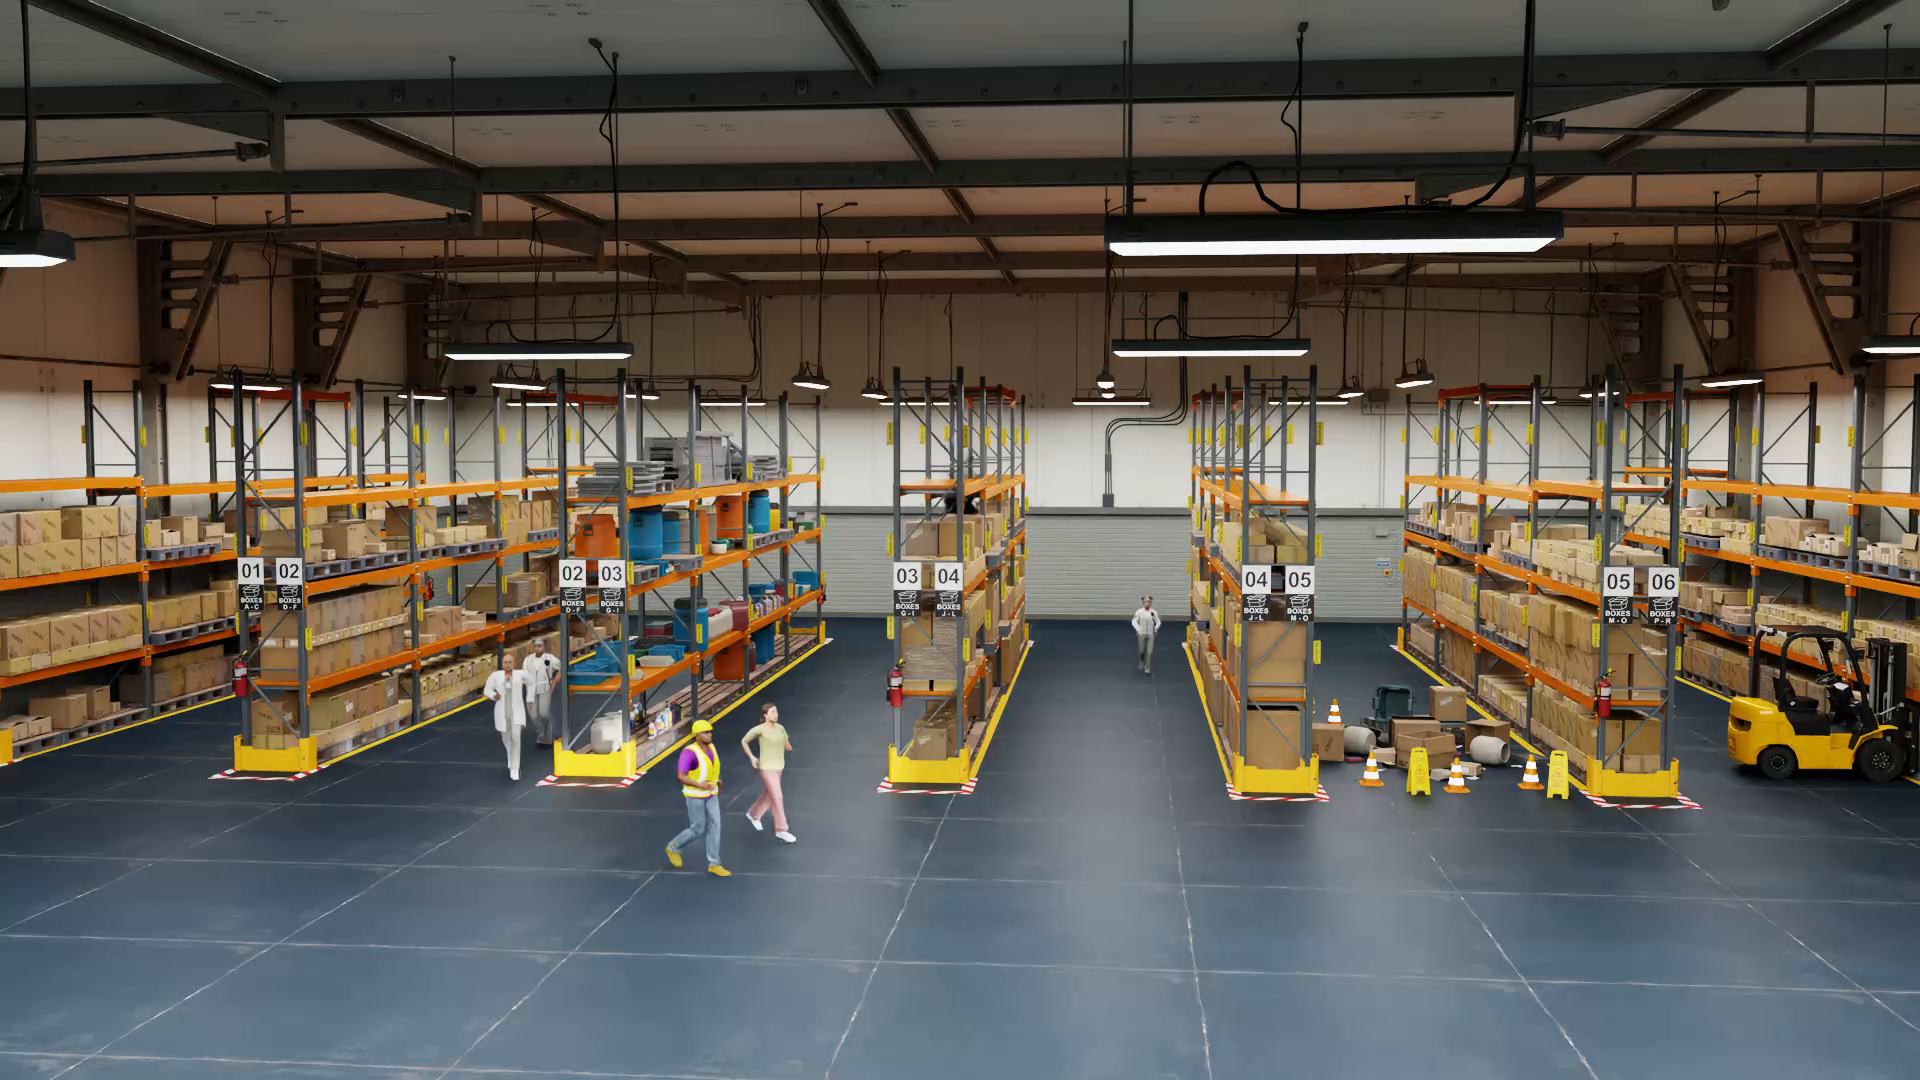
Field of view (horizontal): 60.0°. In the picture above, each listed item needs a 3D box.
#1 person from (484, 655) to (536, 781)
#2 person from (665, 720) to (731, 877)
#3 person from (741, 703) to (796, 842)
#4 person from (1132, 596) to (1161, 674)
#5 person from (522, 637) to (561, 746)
[{"bbox_3d":[-6.672,2.632,24.643,0.733,1.723,1.002,0,4,-6],"label":"person"},{"bbox_3d":[-2.984,2.938,19.052,0.842,1.774,0.725,2,4,30],"label":"person"},{"bbox_3d":[-2.353,2.852,20.676,0.946,1.664,0.577,3,5,39],"label":"person"},{"bbox_3d":[3.949,1.993,35.136,0.614,1.648,0.569,0,4,3],"label":"person"},{"bbox_3d":[-6.790,2.464,26.848,0.645,1.784,0.651,0,4,3],"label":"person"}]
